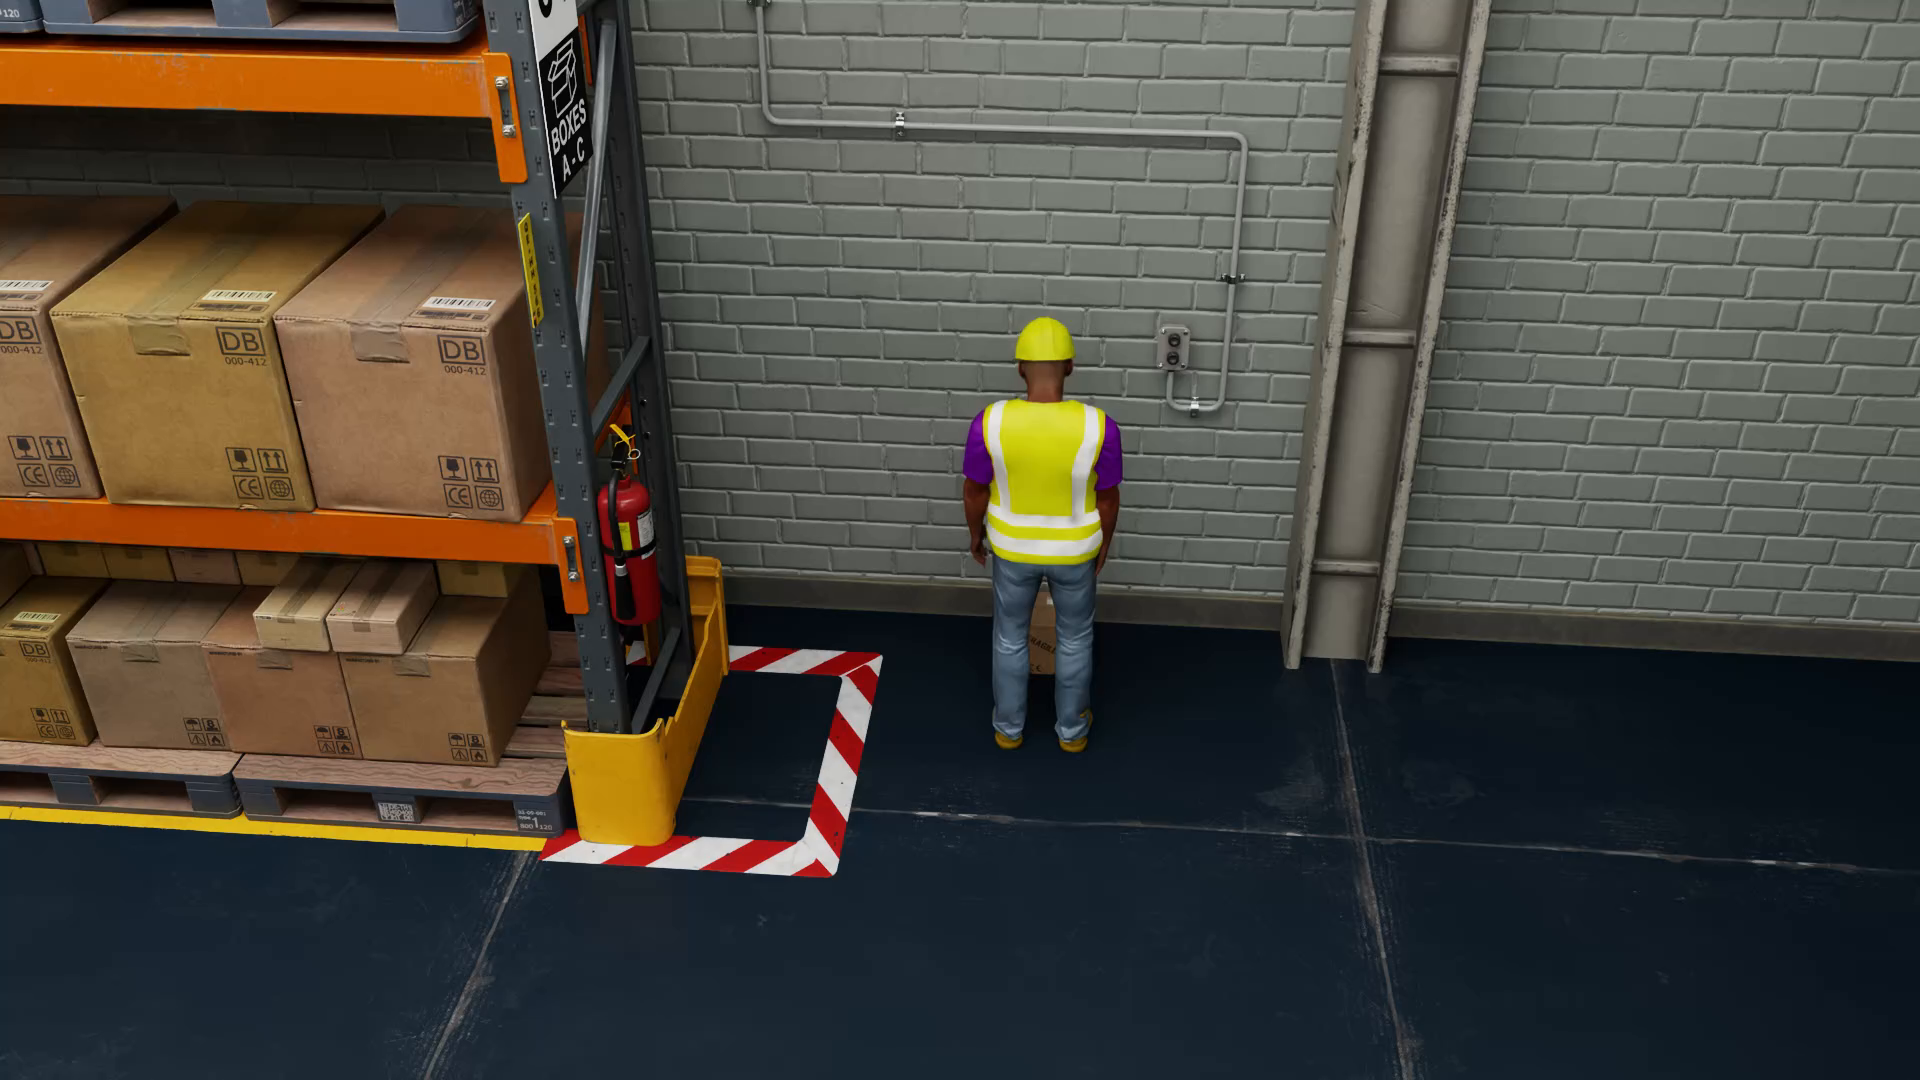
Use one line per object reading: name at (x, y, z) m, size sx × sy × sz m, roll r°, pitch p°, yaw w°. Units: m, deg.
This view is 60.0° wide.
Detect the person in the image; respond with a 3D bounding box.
person at (0.296, 0.008, 6.106) m, size 0.568 × 1.759 × 0.368 m, roll 3°, pitch 32°, yaw 5°
